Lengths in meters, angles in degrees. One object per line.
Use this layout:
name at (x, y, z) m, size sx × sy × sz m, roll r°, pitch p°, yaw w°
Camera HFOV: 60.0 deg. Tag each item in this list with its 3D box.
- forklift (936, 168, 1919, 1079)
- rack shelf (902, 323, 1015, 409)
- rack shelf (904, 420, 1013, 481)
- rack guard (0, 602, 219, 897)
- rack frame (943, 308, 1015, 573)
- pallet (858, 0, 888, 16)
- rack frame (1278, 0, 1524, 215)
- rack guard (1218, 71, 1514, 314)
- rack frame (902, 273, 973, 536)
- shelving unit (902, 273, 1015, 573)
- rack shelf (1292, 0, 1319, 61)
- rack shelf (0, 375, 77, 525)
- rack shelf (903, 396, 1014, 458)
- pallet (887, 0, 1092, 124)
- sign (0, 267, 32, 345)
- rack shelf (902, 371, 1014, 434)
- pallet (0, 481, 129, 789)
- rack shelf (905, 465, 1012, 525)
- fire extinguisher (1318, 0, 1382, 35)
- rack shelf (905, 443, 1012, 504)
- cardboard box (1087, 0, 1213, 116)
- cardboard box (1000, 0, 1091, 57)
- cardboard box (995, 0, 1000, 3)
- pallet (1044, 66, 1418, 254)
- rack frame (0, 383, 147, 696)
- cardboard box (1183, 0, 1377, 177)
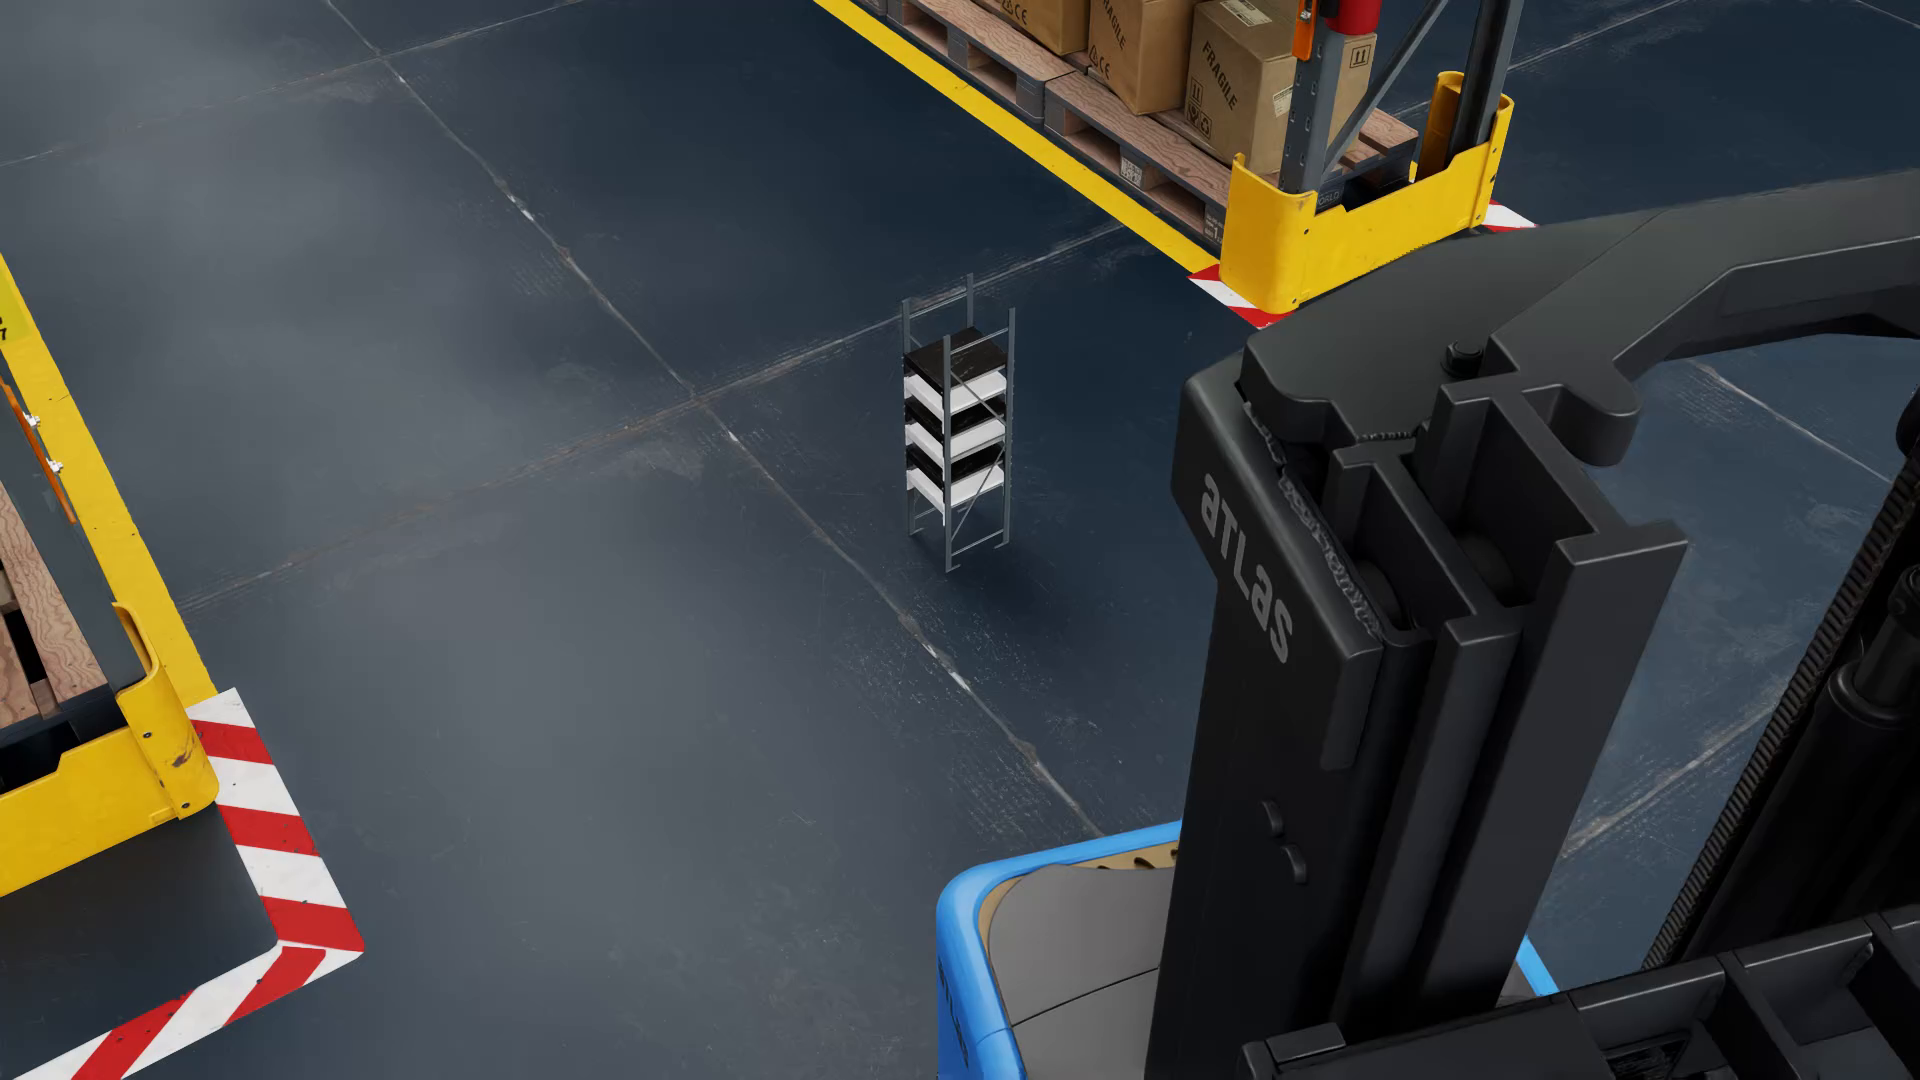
forklift at (0.813, 1.229, 1.840) m, size 1.130 × 2.935 × 3.031 m, roll -10°, pitch 45°, yaw -11°
rack shelf at (-0.005, -0.501, 4.781) m, size 0.258 × 0.077 × 0.200 m, roll -26°, pitch 49°, yaw -24°
rack shelf at (-0.005, -0.306, 4.967) m, size 0.258 × 0.077 × 0.200 m, roll -26°, pitch 49°, yaw -24°
rack guard at (-2.571, 0.654, 4.203) m, size 1.175 × 0.500 × 0.348 m, roll -26°, pitch 49°, yaw -24°
rack frame at (0.054, -0.273, 4.884) m, size 0.240 × 0.900 × 0.006 m, roll -26°, pitch 49°, yaw -24°
pallet at (-0.302, -3.073, 8.316) m, size 1.003 × 0.211 × 1.213 m, roll -26°, pitch 49°, yaw -24°
rack frame at (1.573, -2.182, 5.364) m, size 1.000 × 3.000 × 0.127 m, roll -26°, pitch 49°, yaw -24°
rack guard at (1.530, -1.321, 6.272) m, size 1.175 × 0.500 × 0.348 m, roll -26°, pitch 49°, yaw -24°
rack frame at (-0.063, -0.388, 5.004) m, size 0.240 × 0.900 × 0.006 m, roll -26°, pitch 49°, yaw -24°
shelving unit at (-0.005, -0.330, 4.944) m, size 0.258 × 0.900 × 0.210 m, roll -26°, pitch 49°, yaw -24°
rack shelf at (0.429, -3.055, 6.798) m, size 1.077 × 0.370 × 4.000 m, roll -26°, pitch 49°, yaw -24°
rack shelf at (-3.633, -1.098, 4.749) m, size 1.077 × 0.370 × 4.000 m, roll -26°, pitch 49°, yaw -24°
rack shelf at (-0.005, -0.371, 4.905) m, size 0.258 × 0.077 × 0.200 m, roll -26°, pitch 49°, yaw -24°
pallet at (0.400, -2.381, 7.591) m, size 1.003 × 0.211 × 1.213 m, roll -26°, pitch 49°, yaw -24°
sign at (-2.036, -0.541, 3.443) m, size 0.100 × 0.325 × 0.005 m, roll -26°, pitch 49°, yaw -24°
rack shelf at (-0.005, -0.436, 4.843) m, size 0.258 × 0.077 × 0.200 m, roll -26°, pitch 49°, yaw -24°
pallet at (-3.032, 0.296, 4.787) m, size 1.003 × 0.211 × 1.213 m, roll -26°, pitch 49°, yaw -24°
rack shelf at (-0.005, -0.176, 5.091) m, size 0.258 × 0.077 × 0.200 m, roll -26°, pitch 49°, yaw -24°
fire extinguisher at (1.261, -1.907, 5.132) m, size 0.296 × 0.674 × 0.183 m, roll -26°, pitch 49°, yaw -24°
rack shelf at (-0.005, -0.241, 5.029) m, size 0.258 × 0.077 × 0.200 m, roll -26°, pitch 49°, yaw -24°
cardboard box at (0.860, -2.115, 6.800) m, size 0.500 × 0.500 × 0.500 m, roll -14°, pitch 45°, yaw -14°
cardboard box at (0.517, -2.477, 7.179) m, size 0.500 × 0.500 × 0.500 m, roll -21°, pitch 48°, yaw -21°
cardboard box at (0.234, -2.811, 7.528) m, size 0.500 × 0.500 × 0.500 m, roll -30°, pitch 51°, yaw -28°
pallet at (1.094, -1.691, 6.868) m, size 1.003 × 0.211 × 1.213 m, roll -26°, pitch 49°, yaw -24°
rack frame at (-2.489, -0.226, 3.314) m, size 1.000 × 3.000 × 0.127 m, roll -26°, pitch 49°, yaw -24°
cardboard box at (1.230, -1.790, 6.459) m, size 0.500 × 0.500 × 0.500 m, roll -17°, pitch 46°, yaw -17°
